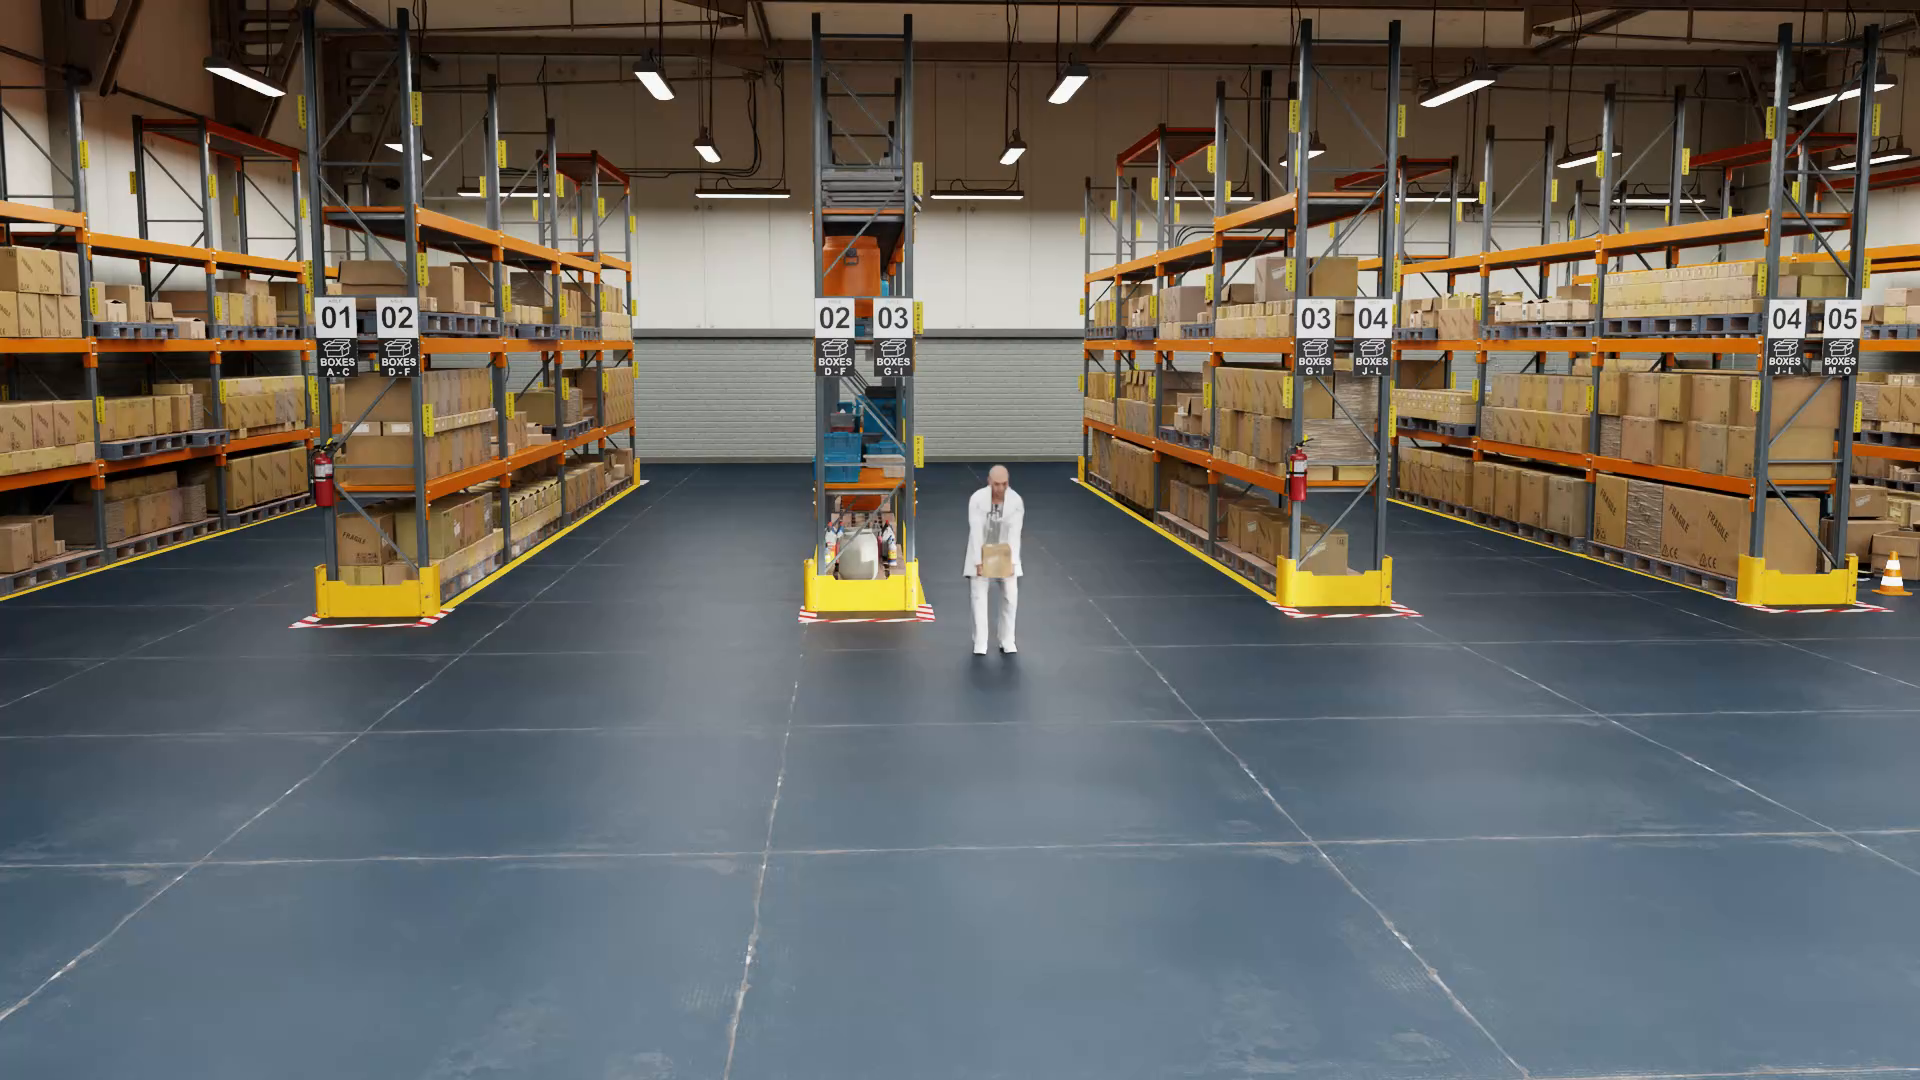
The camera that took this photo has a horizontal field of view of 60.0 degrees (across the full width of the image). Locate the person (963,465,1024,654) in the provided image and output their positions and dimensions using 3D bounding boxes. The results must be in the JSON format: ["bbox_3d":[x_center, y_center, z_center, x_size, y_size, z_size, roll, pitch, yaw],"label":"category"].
[{"bbox_3d":[0.303,0.170,14.763,0.540,1.689,0.633,-1,7,-5],"label":"person"}]
